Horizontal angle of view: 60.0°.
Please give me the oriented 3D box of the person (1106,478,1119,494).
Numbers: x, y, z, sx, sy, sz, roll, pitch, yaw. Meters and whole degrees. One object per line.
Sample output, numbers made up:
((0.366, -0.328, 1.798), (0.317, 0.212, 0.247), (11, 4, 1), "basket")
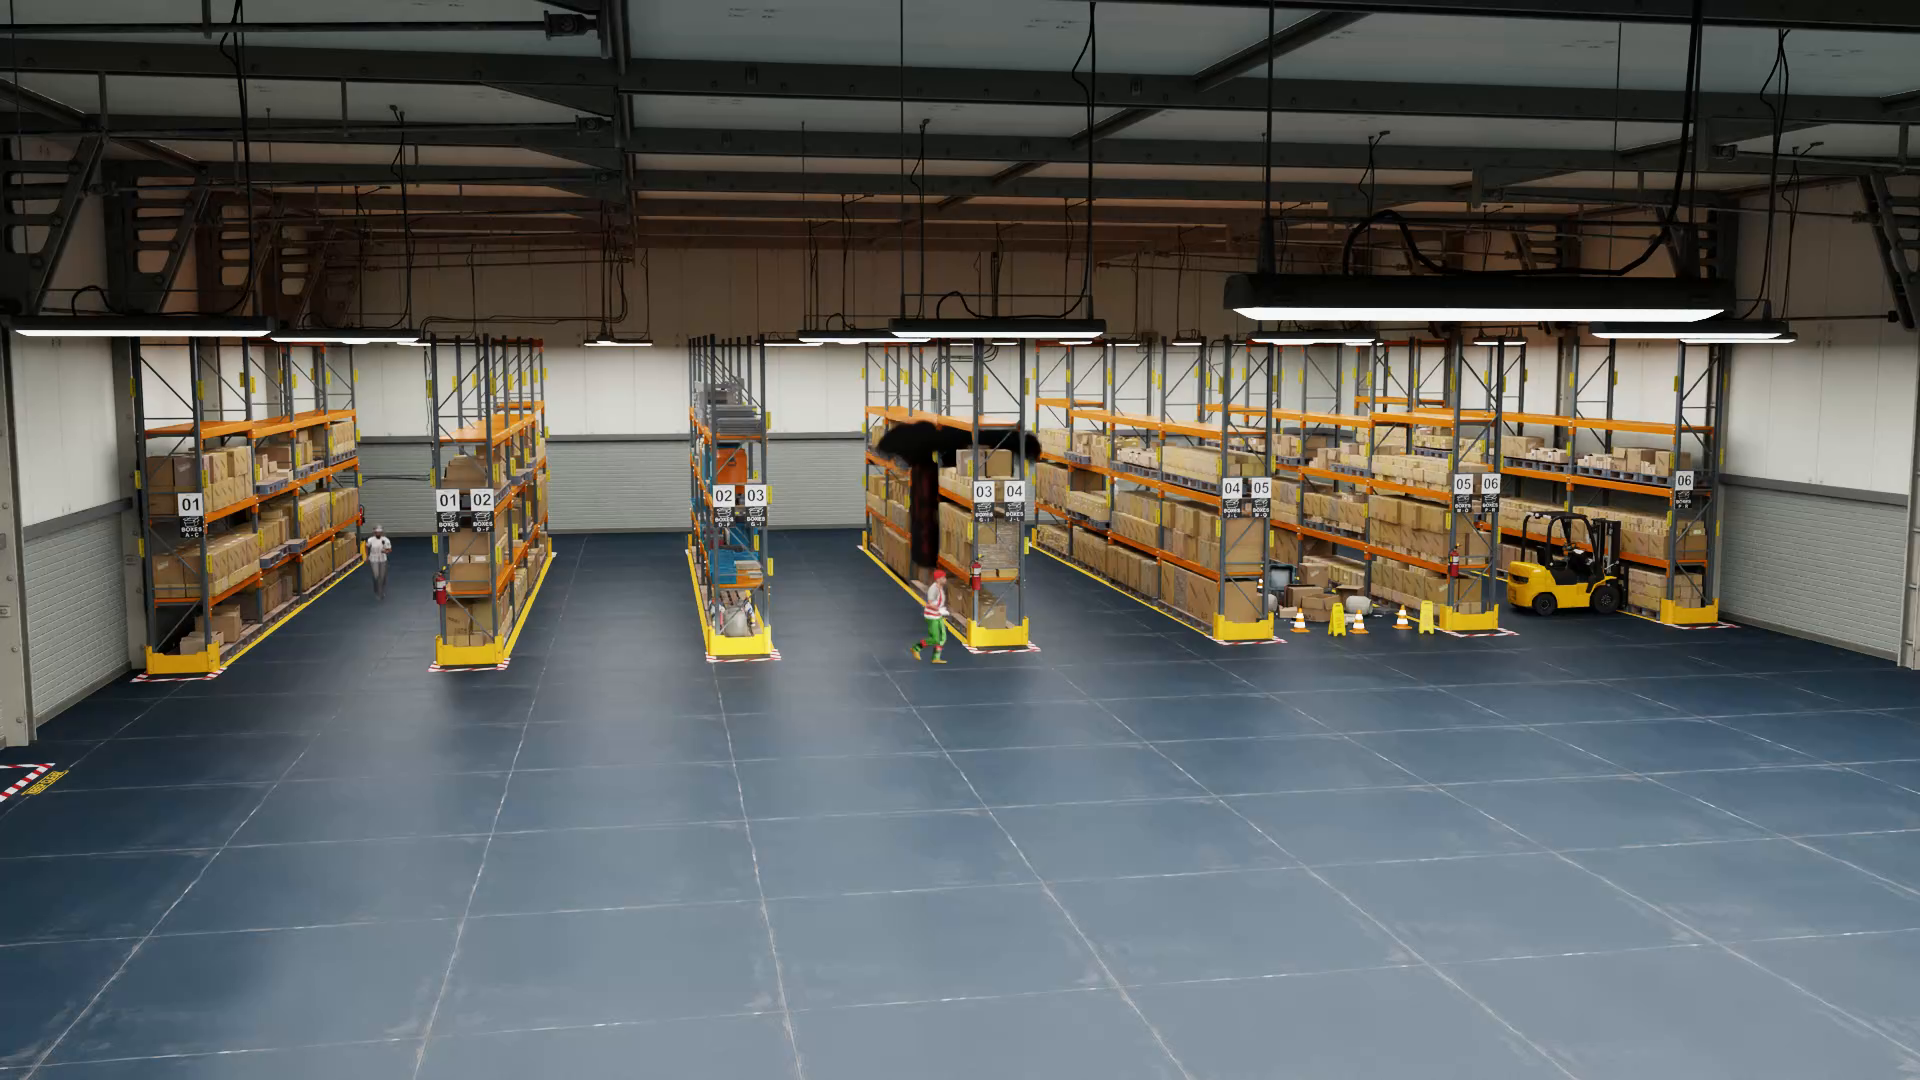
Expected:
((4.725, -1.123, 51.975), (0.845, 1.817, 0.643), (-6, 9, -43), "person")

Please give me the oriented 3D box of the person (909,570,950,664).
((-0.531, 1.403, 30.333), (0.790, 1.737, 0.651), (2, 7, 17), "person")

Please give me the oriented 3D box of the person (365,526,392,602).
((-13.294, 0.529, 38.061), (0.558, 1.748, 0.849), (-3, 7, -22), "person")

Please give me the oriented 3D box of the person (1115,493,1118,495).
((4.618, -0.586, 48.436), (0.594, 1.548, 0.495), (-6, 9, -40), "person")
